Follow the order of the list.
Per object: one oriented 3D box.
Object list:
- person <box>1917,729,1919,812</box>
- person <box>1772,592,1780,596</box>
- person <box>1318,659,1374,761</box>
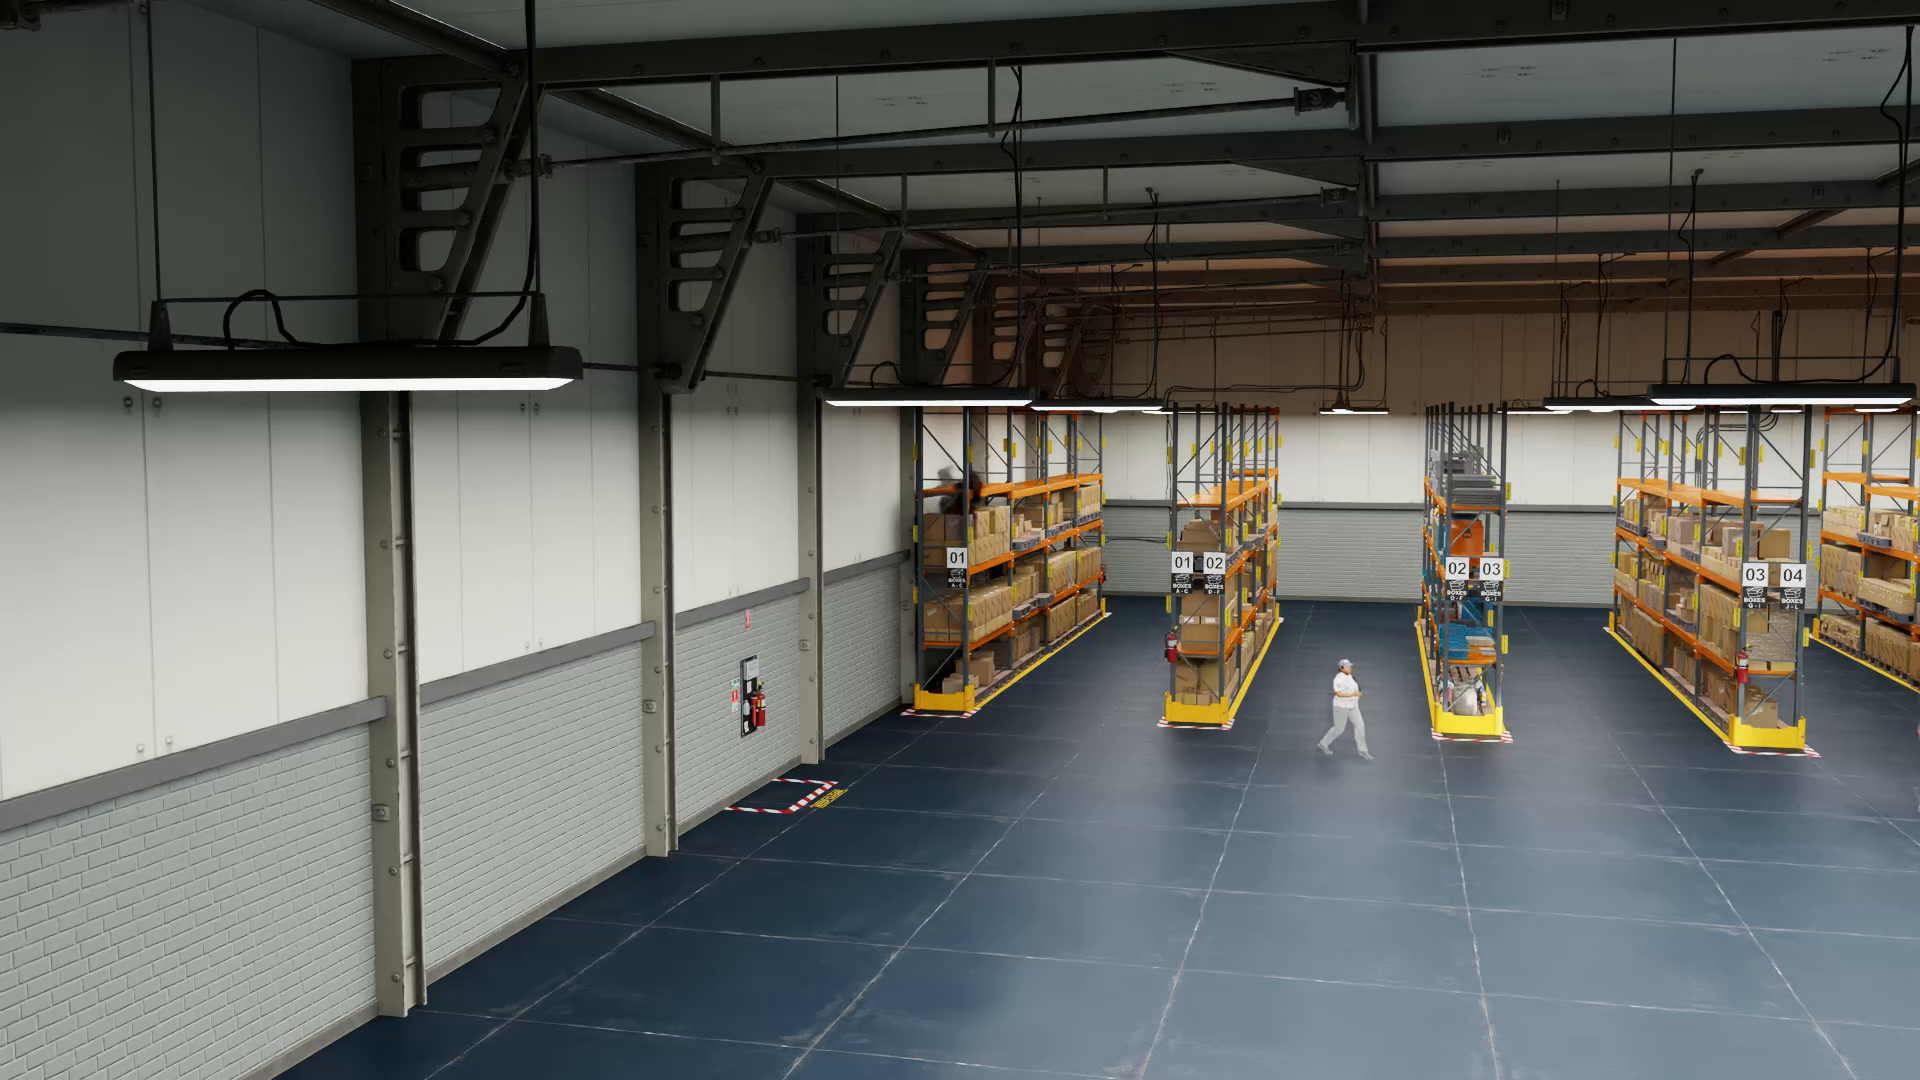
[{"bbox_3d":[14.094,3.087,23.775,0.655,1.737,0.692,3,5,37],"label":"person"},{"bbox_3d":[21.419,1.624,43.816,0.740,1.758,0.722,-2,5,-21],"label":"person"},{"bbox_3d":[6.490,2.829,27.902,0.609,1.670,0.940,-4,6,-45],"label":"person"}]
